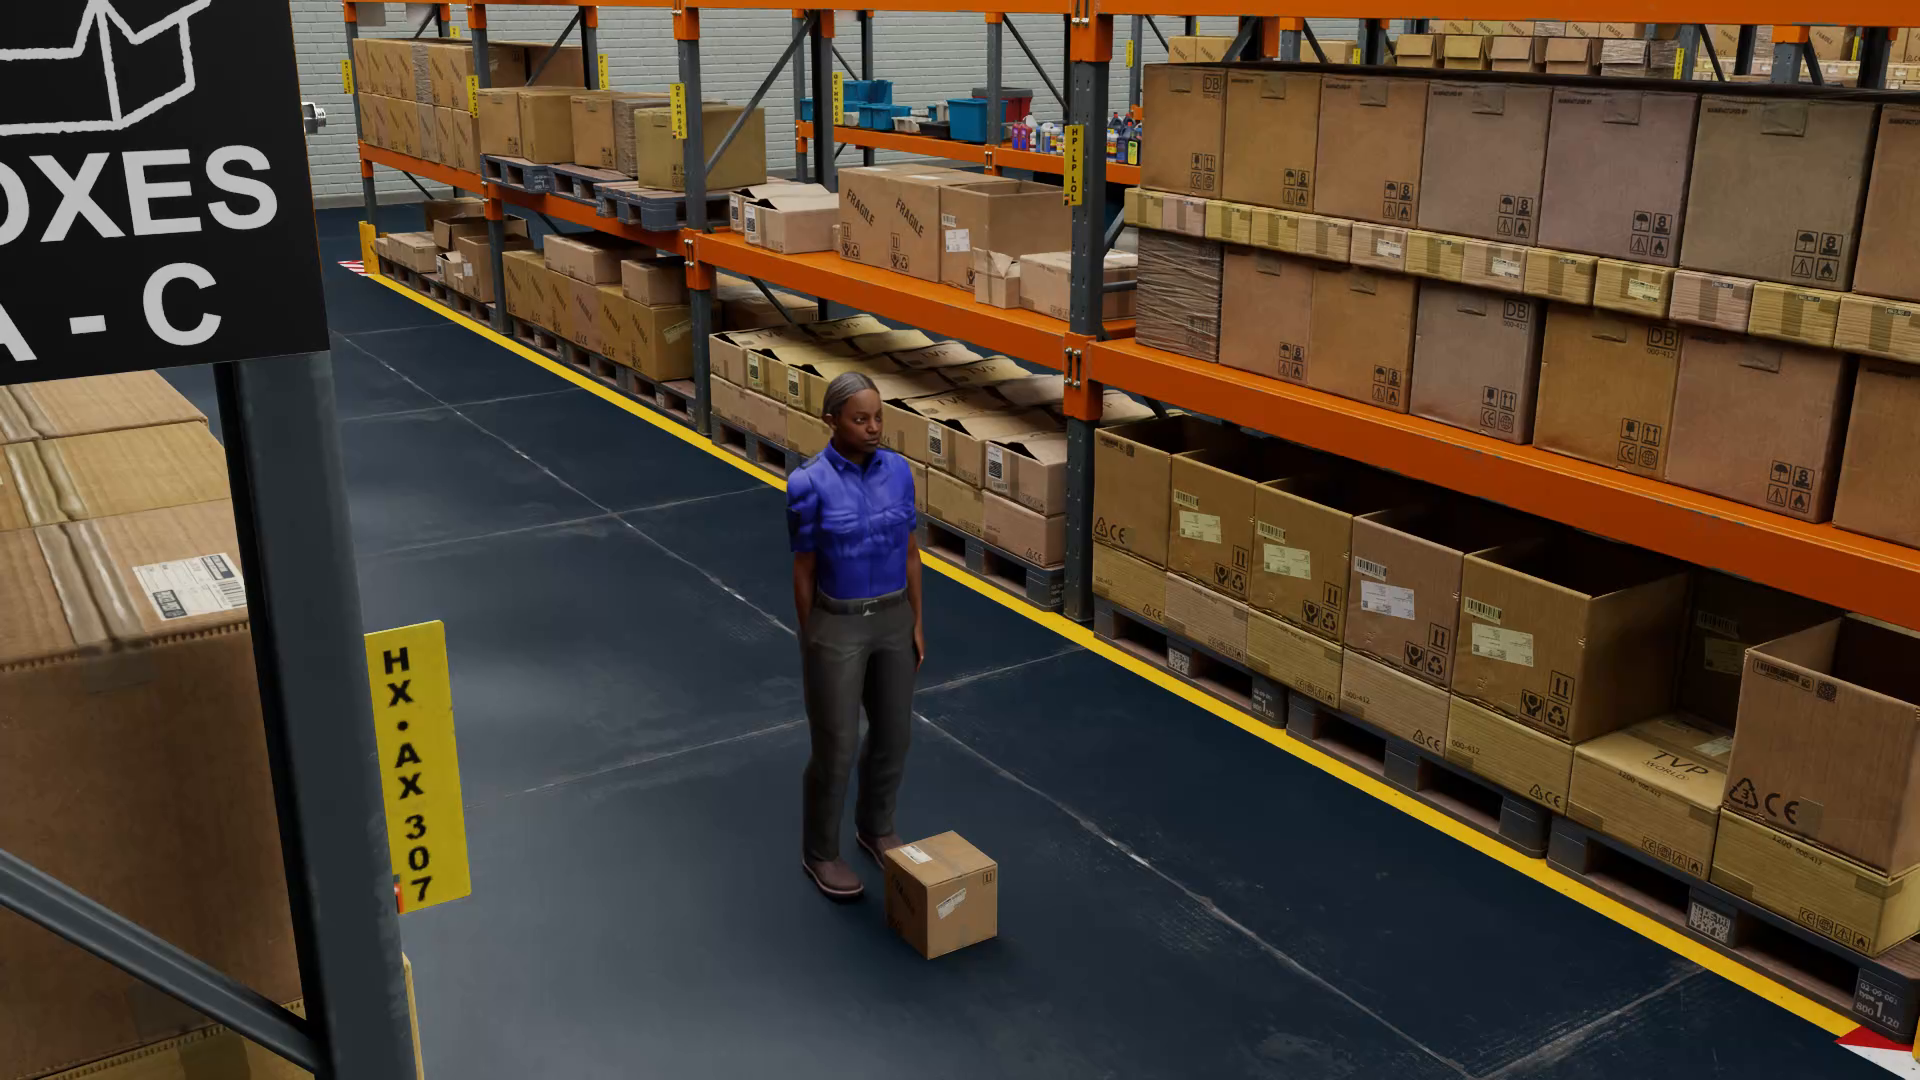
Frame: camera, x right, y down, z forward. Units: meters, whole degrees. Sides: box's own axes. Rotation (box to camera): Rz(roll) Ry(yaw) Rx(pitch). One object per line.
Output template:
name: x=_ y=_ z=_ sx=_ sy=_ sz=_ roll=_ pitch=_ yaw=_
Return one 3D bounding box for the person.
person: x=-0.308 y=0.293 z=5.197 sx=0.437 sy=1.660 sz=0.354 roll=-11 pitch=21 yaw=-30
